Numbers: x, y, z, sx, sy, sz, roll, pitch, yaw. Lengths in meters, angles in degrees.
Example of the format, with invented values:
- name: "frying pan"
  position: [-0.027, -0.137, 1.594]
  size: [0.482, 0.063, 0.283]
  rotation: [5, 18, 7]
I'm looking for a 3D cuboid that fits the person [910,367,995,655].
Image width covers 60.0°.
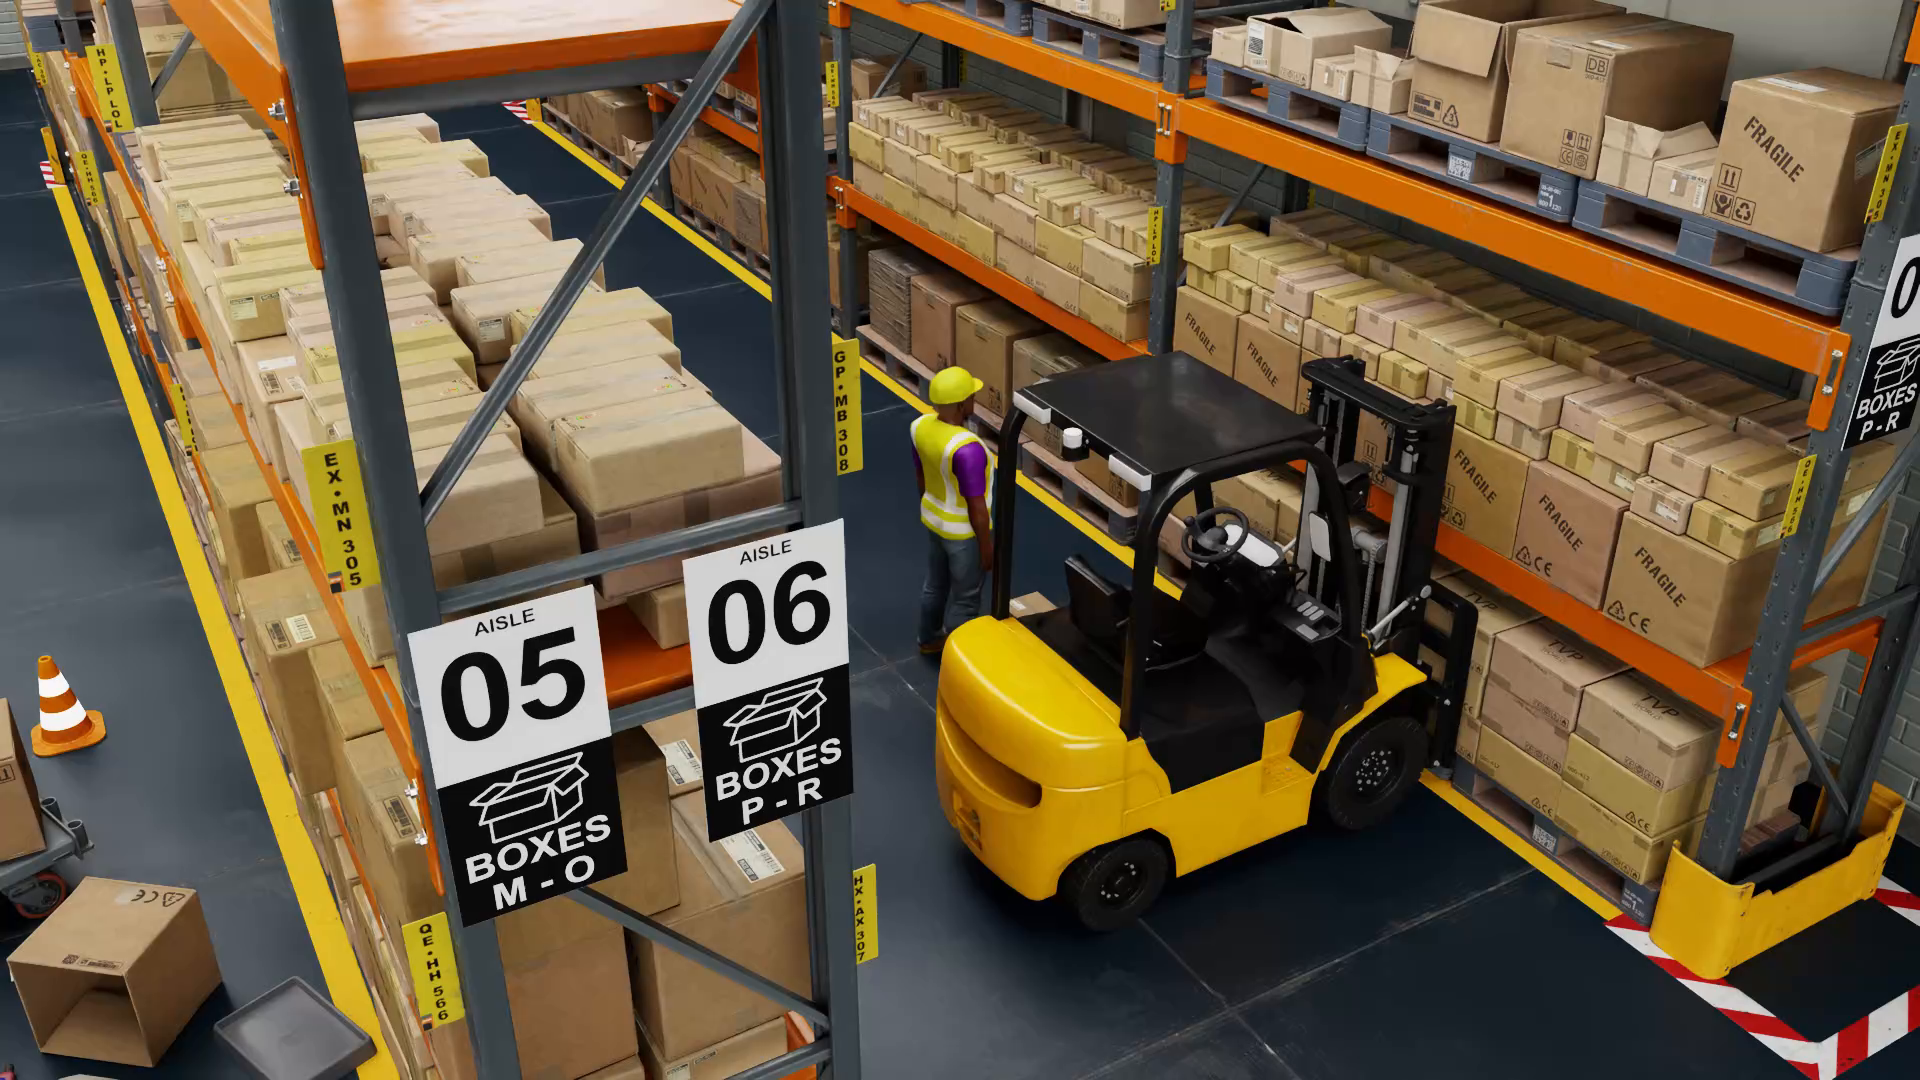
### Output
- name: "person"
  position: [-0.004, -0.082, 8.678]
  size: [0.379, 1.766, 0.576]
  rotation: [-16, 33, -26]
